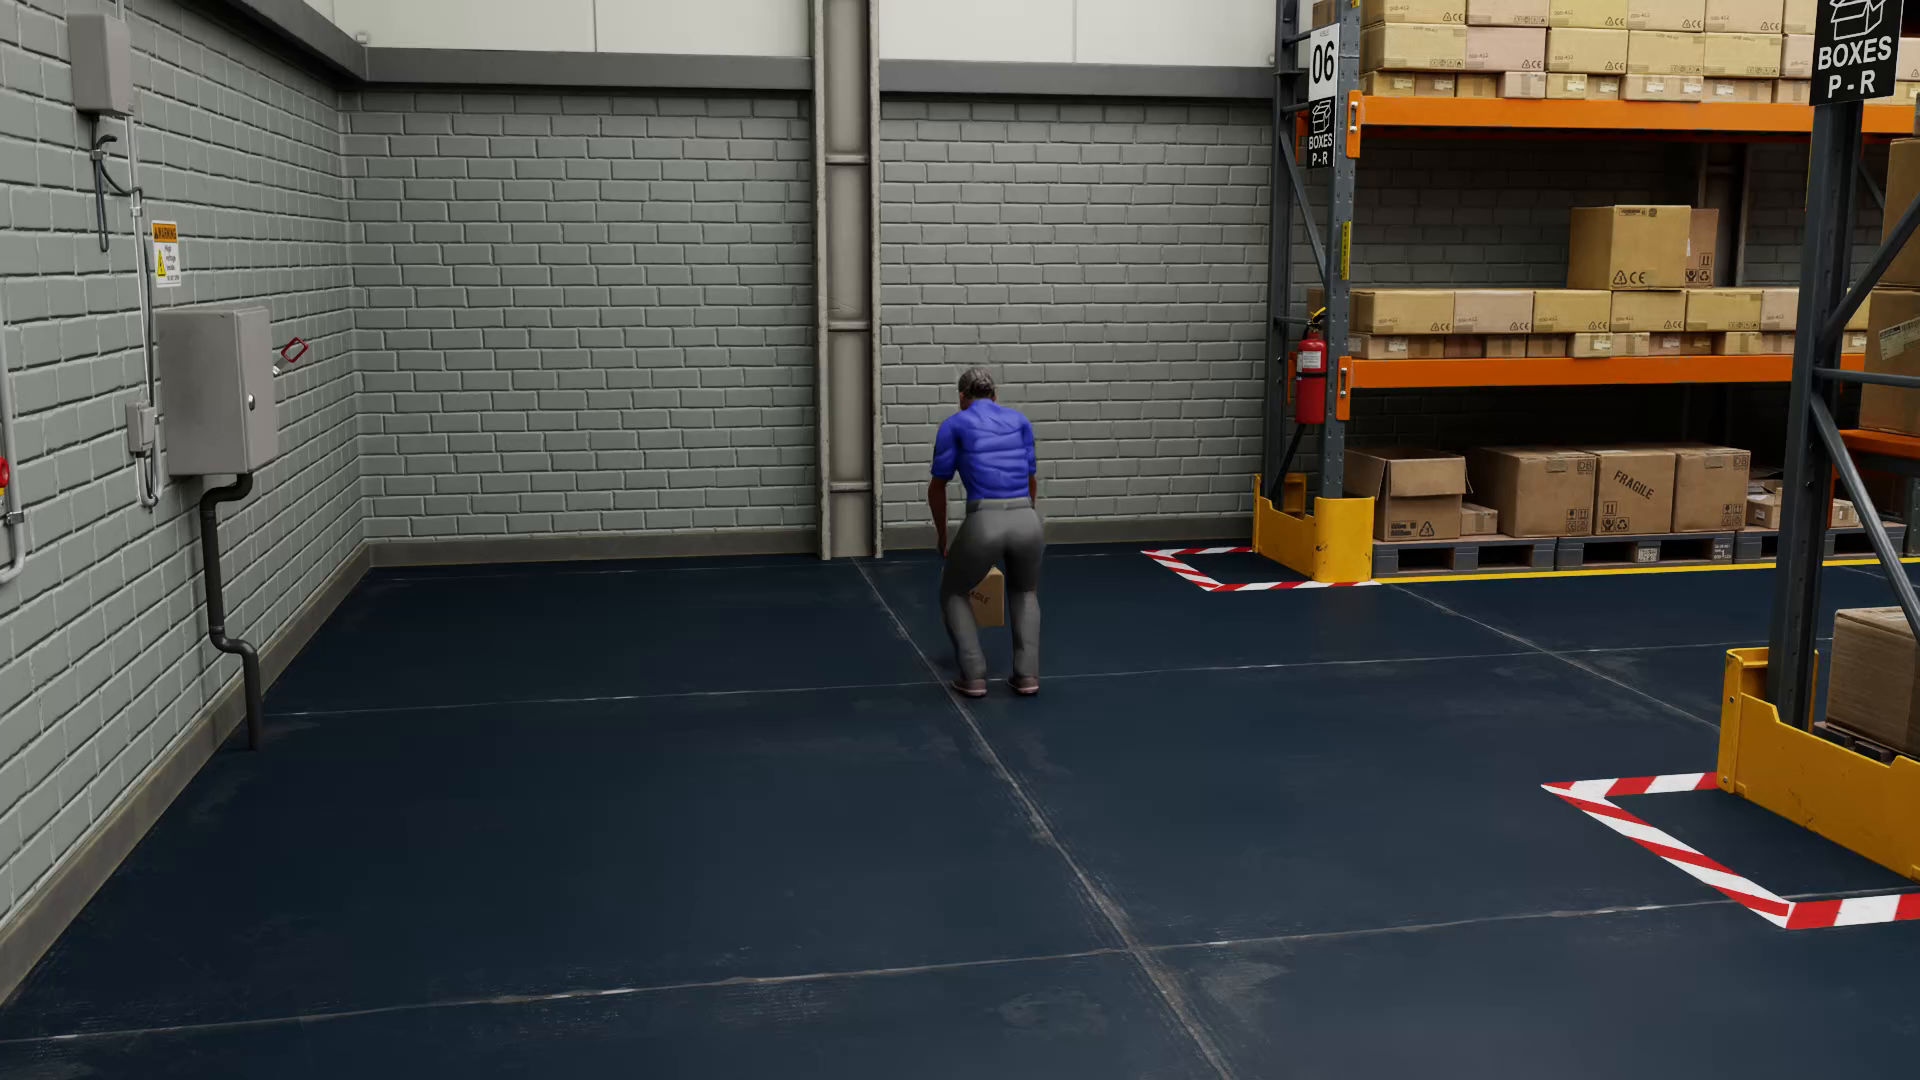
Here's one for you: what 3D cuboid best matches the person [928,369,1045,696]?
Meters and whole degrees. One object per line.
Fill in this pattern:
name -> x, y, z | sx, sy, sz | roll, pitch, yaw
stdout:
person -> 0.115, -0.029, 7.326 | 0.494, 1.417, 0.597 | -2, 10, -11
